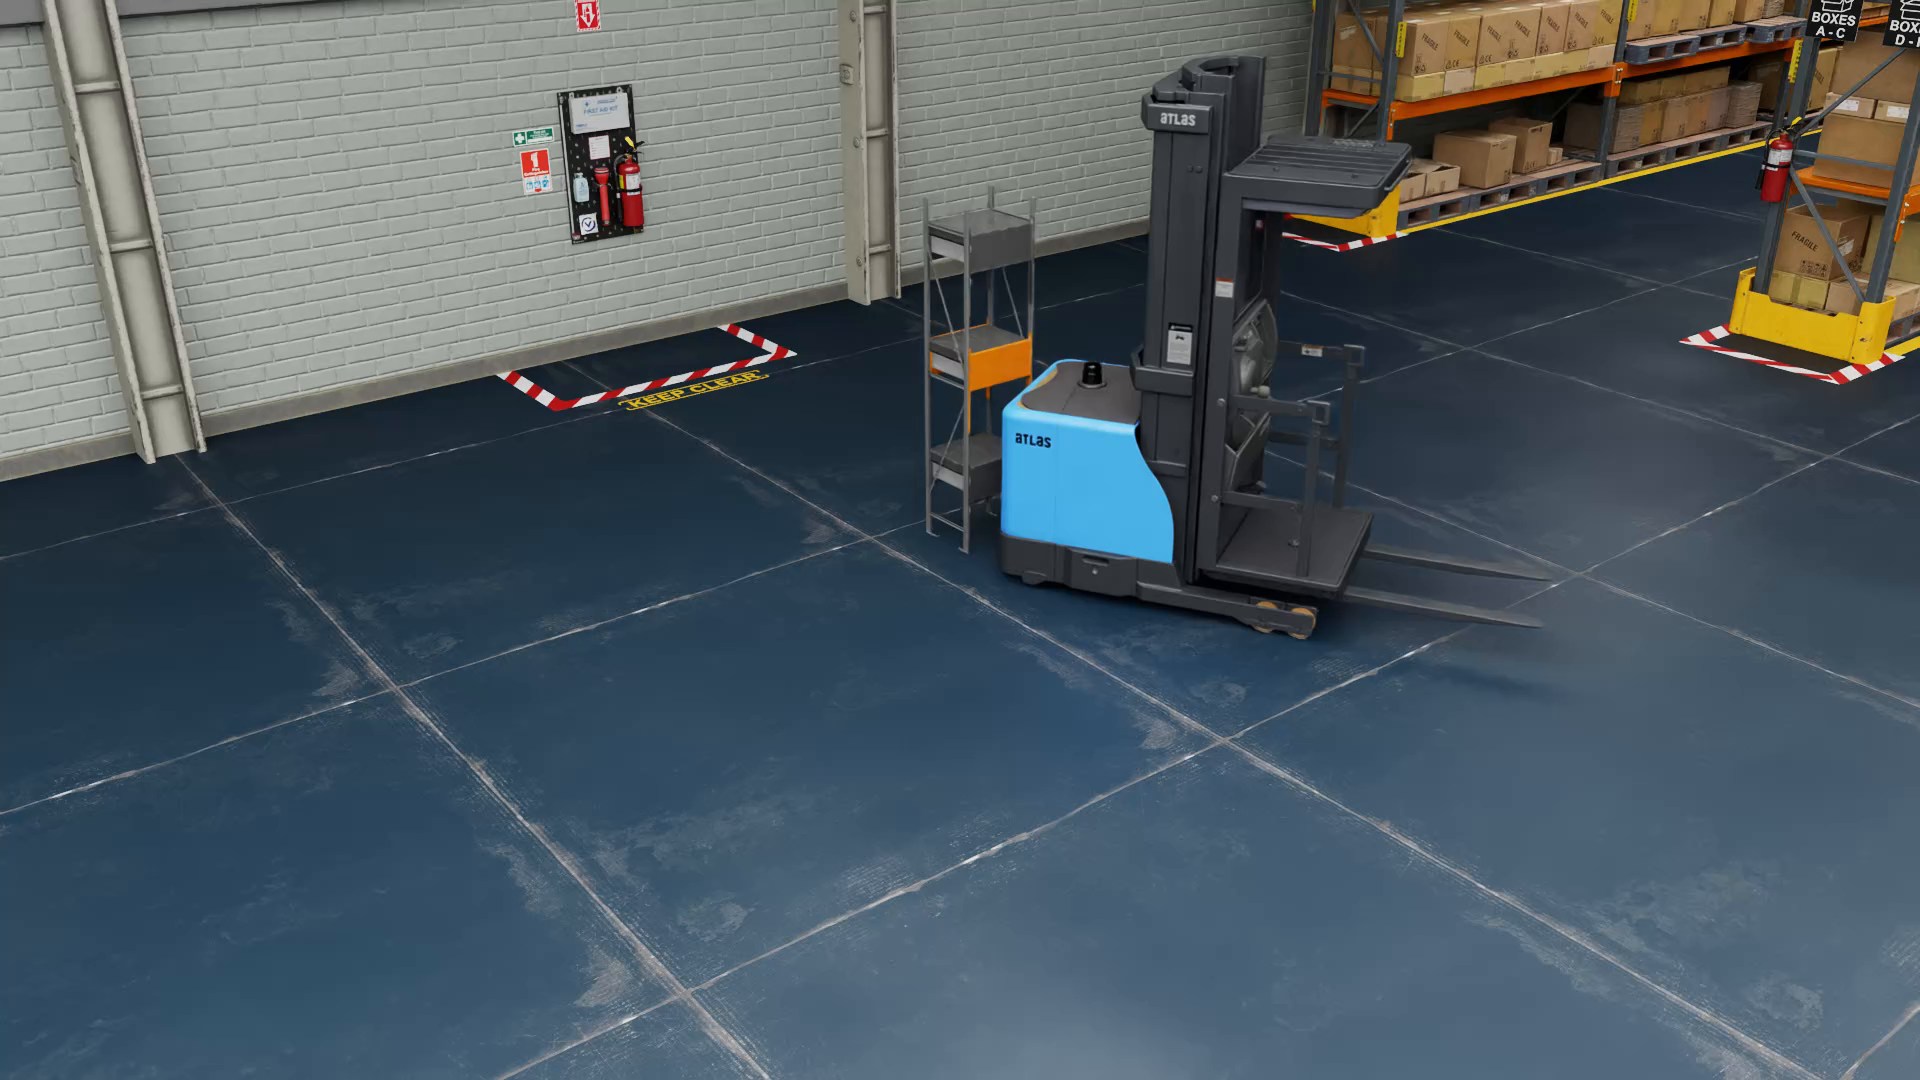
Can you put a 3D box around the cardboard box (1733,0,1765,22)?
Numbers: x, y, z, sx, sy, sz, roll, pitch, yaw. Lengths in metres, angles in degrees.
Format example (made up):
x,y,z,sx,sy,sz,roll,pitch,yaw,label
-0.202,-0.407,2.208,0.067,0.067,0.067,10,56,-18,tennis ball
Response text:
x,y,z,sx,sy,sz,roll,pitch,yaw,label
9.439,-6.674,20.427,0.500,0.500,0.700,-22,33,-39,cardboard box

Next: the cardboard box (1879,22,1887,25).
x,y,z,sx,sy,sz,roll,pitch,yaw,label
7.817,-3.894,13.417,0.500,0.500,0.700,-19,31,-35,cardboard box

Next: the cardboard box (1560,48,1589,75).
x,y,z,sx,sy,sz,roll,pitch,yaw,label
6.495,-5.261,18.177,0.500,0.250,0.500,-18,30,-34,cardboard box

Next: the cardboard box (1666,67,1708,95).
x,y,z,sx,sy,sz,roll,pitch,yaw,label
8.802,-5.648,20.413,0.500,0.250,0.500,-18,31,-34,cardboard box

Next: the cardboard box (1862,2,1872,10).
x,y,z,sx,sy,sz,roll,pitch,yaw,label
11.575,-7.201,21.708,0.500,0.500,0.500,-18,31,-34,cardboard box

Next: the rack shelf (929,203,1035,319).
x,y,z,sx,sy,sz,roll,pitch,yaw,label
0.110,-1.620,9.615,0.480,0.518,0.431,-19,31,-35,rack shelf

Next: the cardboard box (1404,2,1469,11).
x,y,z,sx,sy,sz,roll,pitch,yaw,label
4.976,-5.368,17.517,0.500,0.500,0.500,-19,31,-35,cardboard box

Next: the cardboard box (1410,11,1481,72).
x,y,z,sx,sy,sz,roll,pitch,yaw,label
4.886,-5.062,16.857,0.500,0.500,0.500,-18,30,-34,cardboard box

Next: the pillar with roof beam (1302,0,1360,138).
x,y,z,sx,sy,sz,roll,pitch,yaw,label
6.604,-6.394,13.339,0.400,9.000,9.100,-18,31,-34,pillar with roof beam

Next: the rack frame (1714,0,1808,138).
x,y,z,sx,sy,sz,roll,pitch,yaw,label
10.226,-6.709,21.143,0.127,3.000,1.000,-18,31,-34,rack frame

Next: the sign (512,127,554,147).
x,y,z,sx,sy,sz,roll,pitch,yaw,label
-3.232,-3.057,12.601,0.331,0.109,0.001,-18,31,-34,sign

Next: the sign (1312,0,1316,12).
x,y,z,sx,sy,sz,roll,pitch,yaw,label
3.603,-5.489,16.762,0.005,0.325,0.100,-18,31,-34,sign

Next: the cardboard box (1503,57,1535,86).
x,y,z,sx,sy,sz,roll,pitch,yaw,label
5.714,-4.994,17.602,0.500,0.250,0.500,-18,30,-34,cardboard box

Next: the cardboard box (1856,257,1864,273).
x,y,z,sx,sy,sz,roll,pitch,yaw,label
7.616,-2.305,14.421,0.500,0.250,0.500,-18,31,-34,cardboard box

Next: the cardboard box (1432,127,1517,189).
x,y,z,sx,sy,sz,roll,pitch,yaw,label
5.587,-4.169,18.116,0.500,0.500,0.700,-21,32,-37,cardboard box

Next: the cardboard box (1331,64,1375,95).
x,y,z,sx,sy,sz,roll,pitch,yaw,label
4.178,-4.758,17.093,0.500,0.250,0.500,-18,30,-33,cardboard box

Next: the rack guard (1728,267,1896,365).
x,y,z,sx,sy,sz,roll,pitch,yaw,label
6.971,-1.851,13.644,0.348,0.500,1.175,-18,31,-34,rack guard

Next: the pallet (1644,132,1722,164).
x,y,z,sx,sy,sz,roll,pitch,yaw,label
8.650,-4.927,20.615,1.213,0.211,1.003,-18,31,-34,pallet

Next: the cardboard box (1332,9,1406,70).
x,y,z,sx,sy,sz,roll,pitch,yaw,label
4.170,-5.105,16.950,0.500,0.500,0.500,-19,31,-35,cardboard box

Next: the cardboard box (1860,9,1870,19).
x,y,z,sx,sy,sz,roll,pitch,yaw,label
11.828,-7.015,22.077,0.250,0.149,0.380,-18,30,-34,cardboard box

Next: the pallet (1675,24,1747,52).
x,y,z,sx,sy,sz,roll,pitch,yaw,label
8.693,-6.094,20.046,1.213,0.211,1.003,-18,31,-34,pallet

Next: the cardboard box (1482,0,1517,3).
x,y,z,sx,sy,sz,roll,pitch,yaw,label
5.774,-5.638,18.098,0.500,0.500,0.500,-17,30,-33,cardboard box

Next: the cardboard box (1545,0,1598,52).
x,y,z,sx,sy,sz,roll,pitch,yaw,label
6.507,-5.594,18.005,0.500,0.500,0.500,-18,31,-34,cardboard box

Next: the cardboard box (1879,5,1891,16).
x,y,z,sx,sy,sz,roll,pitch,yaw,label
12.255,-7.146,22.359,0.250,0.149,0.380,-19,31,-35,cardboard box

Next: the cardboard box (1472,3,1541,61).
x,y,z,sx,sy,sz,roll,pitch,yaw,label
5.696,-5.332,17.439,0.500,0.500,0.500,-17,30,-32,cardboard box

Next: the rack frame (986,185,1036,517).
x,y,z,sx,sy,sz,roll,pitch,yaw,label
0.299,-1.062,10.044,0.015,2.100,0.400,-19,31,-35,rack frame

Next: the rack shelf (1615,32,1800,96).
x,y,z,sx,sy,sz,roll,pitch,yaw,label
8.652,-5.863,20.175,4.000,0.370,1.077,-18,31,-34,rack shelf

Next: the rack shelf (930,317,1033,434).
x,y,z,sx,sy,sz,roll,pitch,yaw,label
0.110,-0.985,9.910,0.480,0.518,0.431,-19,31,-35,rack shelf

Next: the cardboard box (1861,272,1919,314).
x,y,z,sx,sy,sz,roll,pitch,yaw,label
7.940,-2.131,14.046,0.500,0.250,0.500,-18,31,-34,cardboard box

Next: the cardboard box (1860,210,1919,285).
x,y,z,sx,sy,sz,roll,pitch,yaw,label
7.941,-2.470,13.887,0.500,0.500,0.500,-18,31,-34,cardboard box

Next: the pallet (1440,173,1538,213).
x,y,z,sx,sy,sz,roll,pitch,yaw,label
5.610,-3.900,18.403,1.213,0.211,1.003,-18,31,-34,pallet

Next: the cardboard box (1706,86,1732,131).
x,y,z,sx,sy,sz,roll,pitch,yaw,label
9.214,-5.475,20.931,0.500,0.500,0.700,-18,31,-34,cardboard box

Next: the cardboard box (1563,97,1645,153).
x,y,z,sx,sy,sz,roll,pitch,yaw,label
7.647,-4.932,19.762,0.500,0.500,0.700,-17,30,-32,cardboard box

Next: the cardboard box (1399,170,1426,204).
x,y,z,sx,sy,sz,roll,pitch,yaw,label
4.530,-3.761,17.462,0.500,0.311,0.500,-23,33,-40,cardboard box

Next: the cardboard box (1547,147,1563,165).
x,y,z,sx,sy,sz,roll,pitch,yaw,label
6.675,-4.436,19.087,0.380,0.166,0.250,22,33,39,cardboard box

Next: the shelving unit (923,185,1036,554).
x,y,z,sx,sy,sz,roll,pitch,yaw,label
0.110,-0.997,9.904,0.503,2.100,0.431,-19,31,-35,shelving unit

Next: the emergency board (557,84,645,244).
x,y,z,sx,sy,sz,roll,pitch,yaw,label
-2.742,-2.911,12.960,0.643,1.169,0.194,-18,31,-34,emergency board

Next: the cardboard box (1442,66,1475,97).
x,y,z,sx,sy,sz,roll,pitch,yaw,label
4.910,-4.733,17.040,0.500,0.250,0.500,-19,31,-36,cardboard box

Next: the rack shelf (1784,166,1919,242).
x,y,z,sx,sy,sz,roll,pitch,yaw,label
8.564,-3.184,14.402,4.000,0.370,1.077,-18,31,-34,rack shelf

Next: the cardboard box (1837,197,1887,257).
x,y,z,sx,sy,sz,roll,pitch,yaw,label
8.006,-2.777,14.547,0.500,0.500,0.500,-18,31,-34,cardboard box

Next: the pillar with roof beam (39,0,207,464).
x,y,z,sx,sy,sz,roll,pitch,yaw,label
-2.839,-3.277,6.622,0.400,9.000,9.100,-18,31,-34,pillar with roof beam

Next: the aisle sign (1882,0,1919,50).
x,y,z,sx,sy,sz,roll,pitch,yaw,label
7.127,-4.052,12.329,0.004,0.787,0.394,-18,31,-34,aisle sign

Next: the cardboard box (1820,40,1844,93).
x,y,z,sx,sy,sz,roll,pitch,yaw,label
11.578,-6.297,22.311,0.750,0.750,0.750,-18,31,-34,cardboard box

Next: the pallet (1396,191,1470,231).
x,y,z,sx,sy,sz,roll,pitch,yaw,label
4.651,-3.585,17.724,1.213,0.211,1.003,-18,31,-34,pallet

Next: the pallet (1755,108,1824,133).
x,y,z,sx,sy,sz,roll,pitch,yaw,label
10.892,-5.624,22.117,1.213,0.211,1.003,-18,31,-34,pallet

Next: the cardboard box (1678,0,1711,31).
x,y,z,sx,sy,sz,roll,pitch,yaw,label
8.442,-6.360,19.749,0.500,0.500,0.700,-14,28,-27,cardboard box

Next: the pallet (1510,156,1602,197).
x,y,z,sx,sy,sz,roll,pitch,yaw,label
6.571,-4.219,19.090,1.213,0.211,1.003,-18,31,-34,pallet

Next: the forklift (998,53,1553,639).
x,y,z,sx,sy,sz,roll,pitch,yaw,label
1.790,-1.044,9.018,3.031,2.935,1.130,10,27,20,forklift

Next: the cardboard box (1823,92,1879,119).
x,y,z,sx,sy,sz,roll,pitch,yaw,label
7.173,-3.493,13.324,0.250,0.149,0.380,-19,31,-35,cardboard box

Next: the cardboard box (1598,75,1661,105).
x,y,z,sx,sy,sz,roll,pitch,yaw,label
7.991,-5.388,19.853,0.500,0.250,0.500,-19,31,-35,cardboard box

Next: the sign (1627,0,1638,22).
x,y,z,sx,sy,sz,roll,pitch,yaw,label
7.419,-5.885,18.339,0.005,0.325,0.100,-18,31,-34,sign

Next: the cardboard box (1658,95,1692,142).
x,y,z,sx,sy,sz,roll,pitch,yaw,label
8.449,-5.202,20.343,0.500,0.500,0.700,-18,30,-33,cardboard box

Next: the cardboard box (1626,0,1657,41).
x,y,z,sx,sy,sz,roll,pitch,yaw,label
7.499,-6.036,19.051,0.500,0.500,0.700,-18,30,-34,cardboard box

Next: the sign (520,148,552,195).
x,y,z,sx,sy,sz,roll,pitch,yaw,label
-3.241,-2.818,12.717,0.234,0.329,0.001,-18,31,-34,sign

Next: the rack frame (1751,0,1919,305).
x,y,z,sx,sy,sz,roll,pitch,yaw,label
6.990,-2.991,13.131,0.127,3.000,1.000,-18,31,-34,rack frame
